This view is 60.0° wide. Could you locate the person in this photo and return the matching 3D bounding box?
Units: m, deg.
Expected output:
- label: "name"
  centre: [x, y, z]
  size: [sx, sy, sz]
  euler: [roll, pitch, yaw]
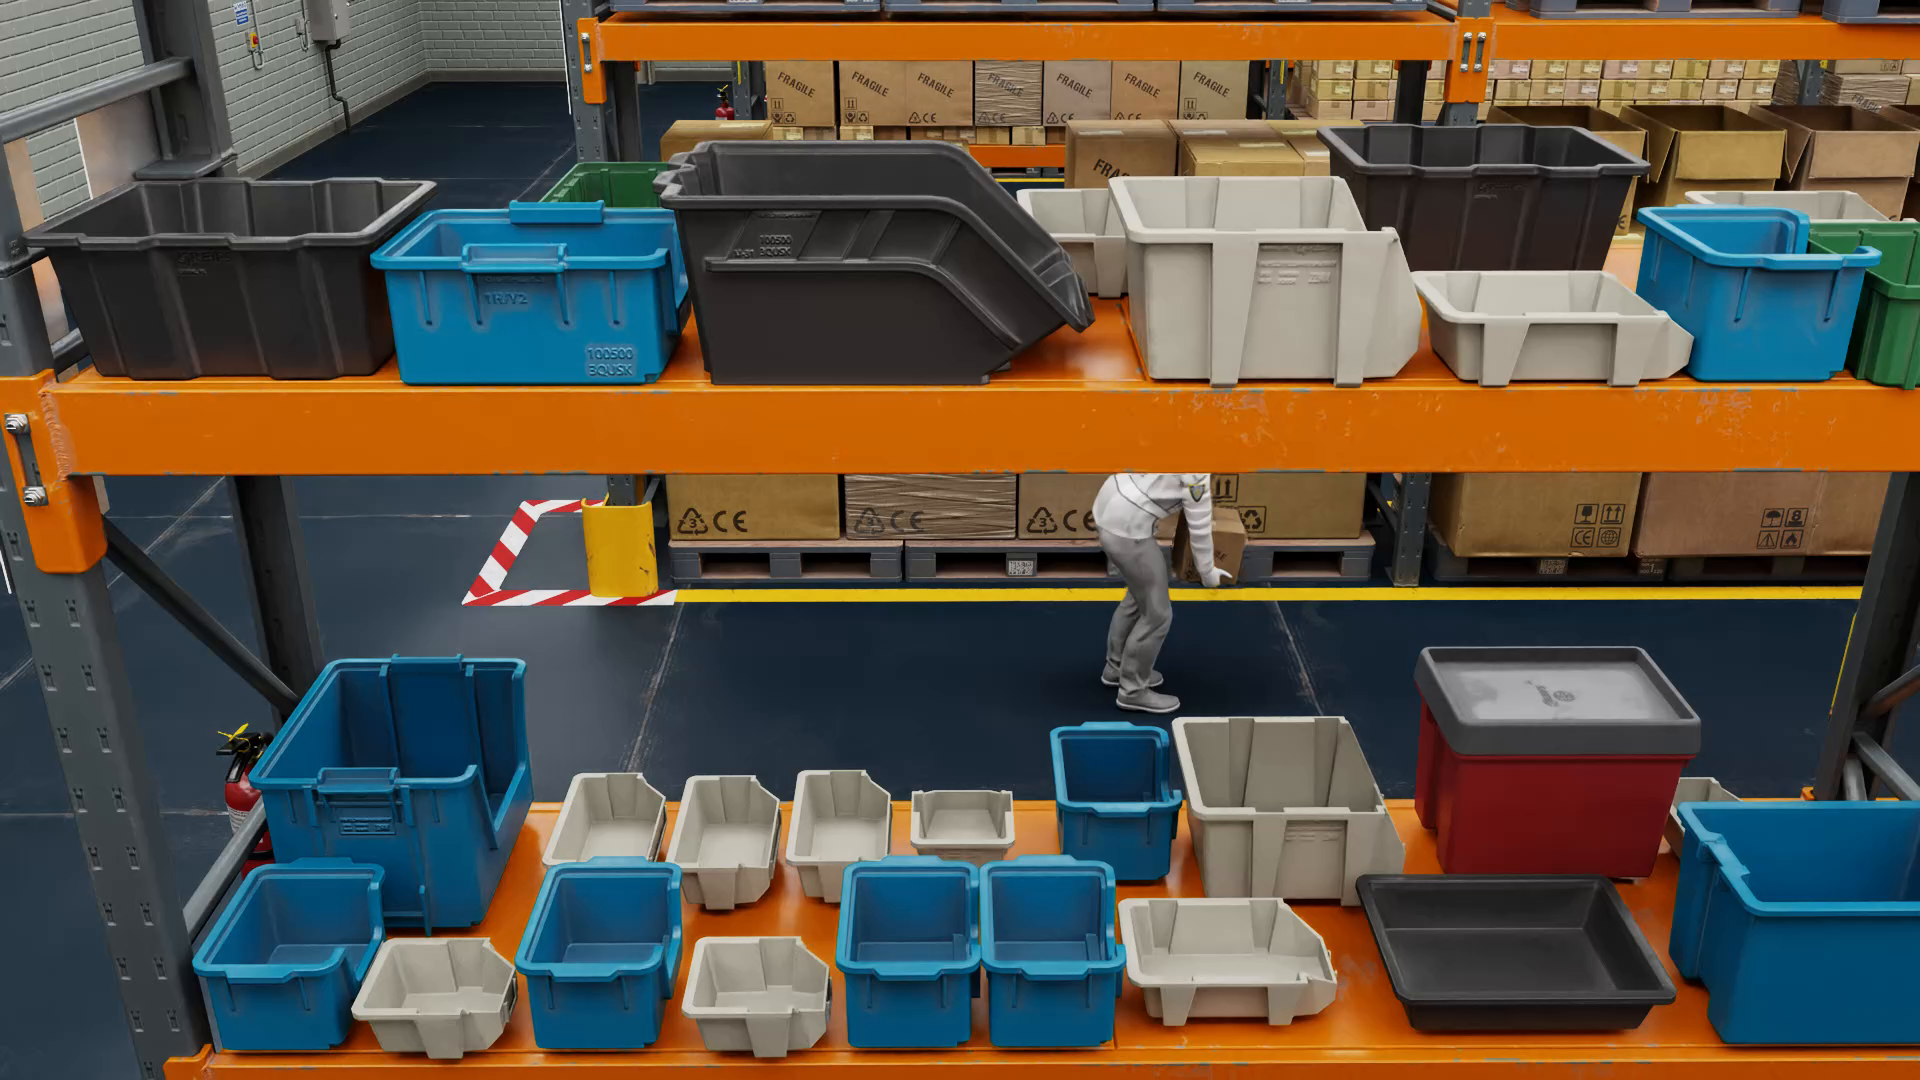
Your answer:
- label: "person"
  centre: [0.921, 0.011, 7.251]
  size: [0.693, 1.530, 0.405]
  euler: [-1, 24, -2]
